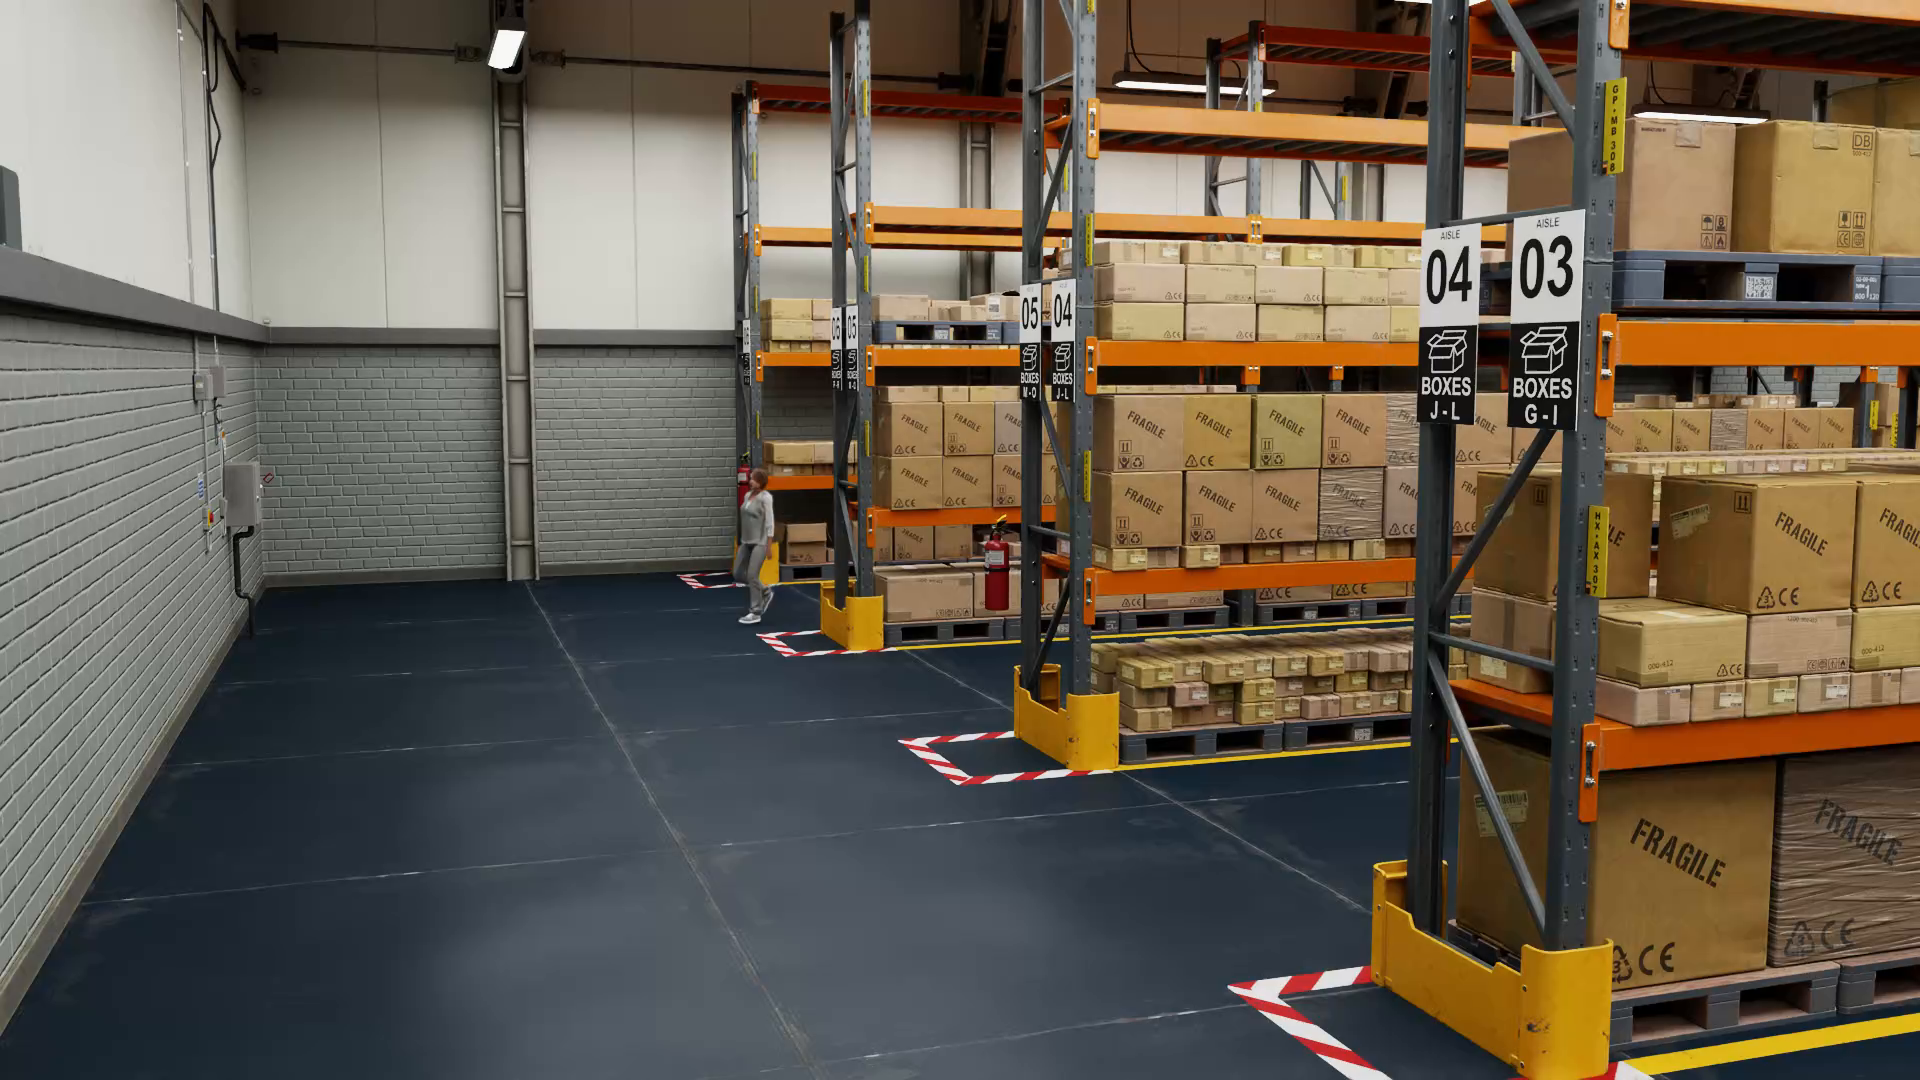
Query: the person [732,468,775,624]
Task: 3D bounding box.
[{"bbox_3d":[-2.079,0.051,17.031,0.500,1.587,0.449,-6,8,-44],"label":"person"}]
